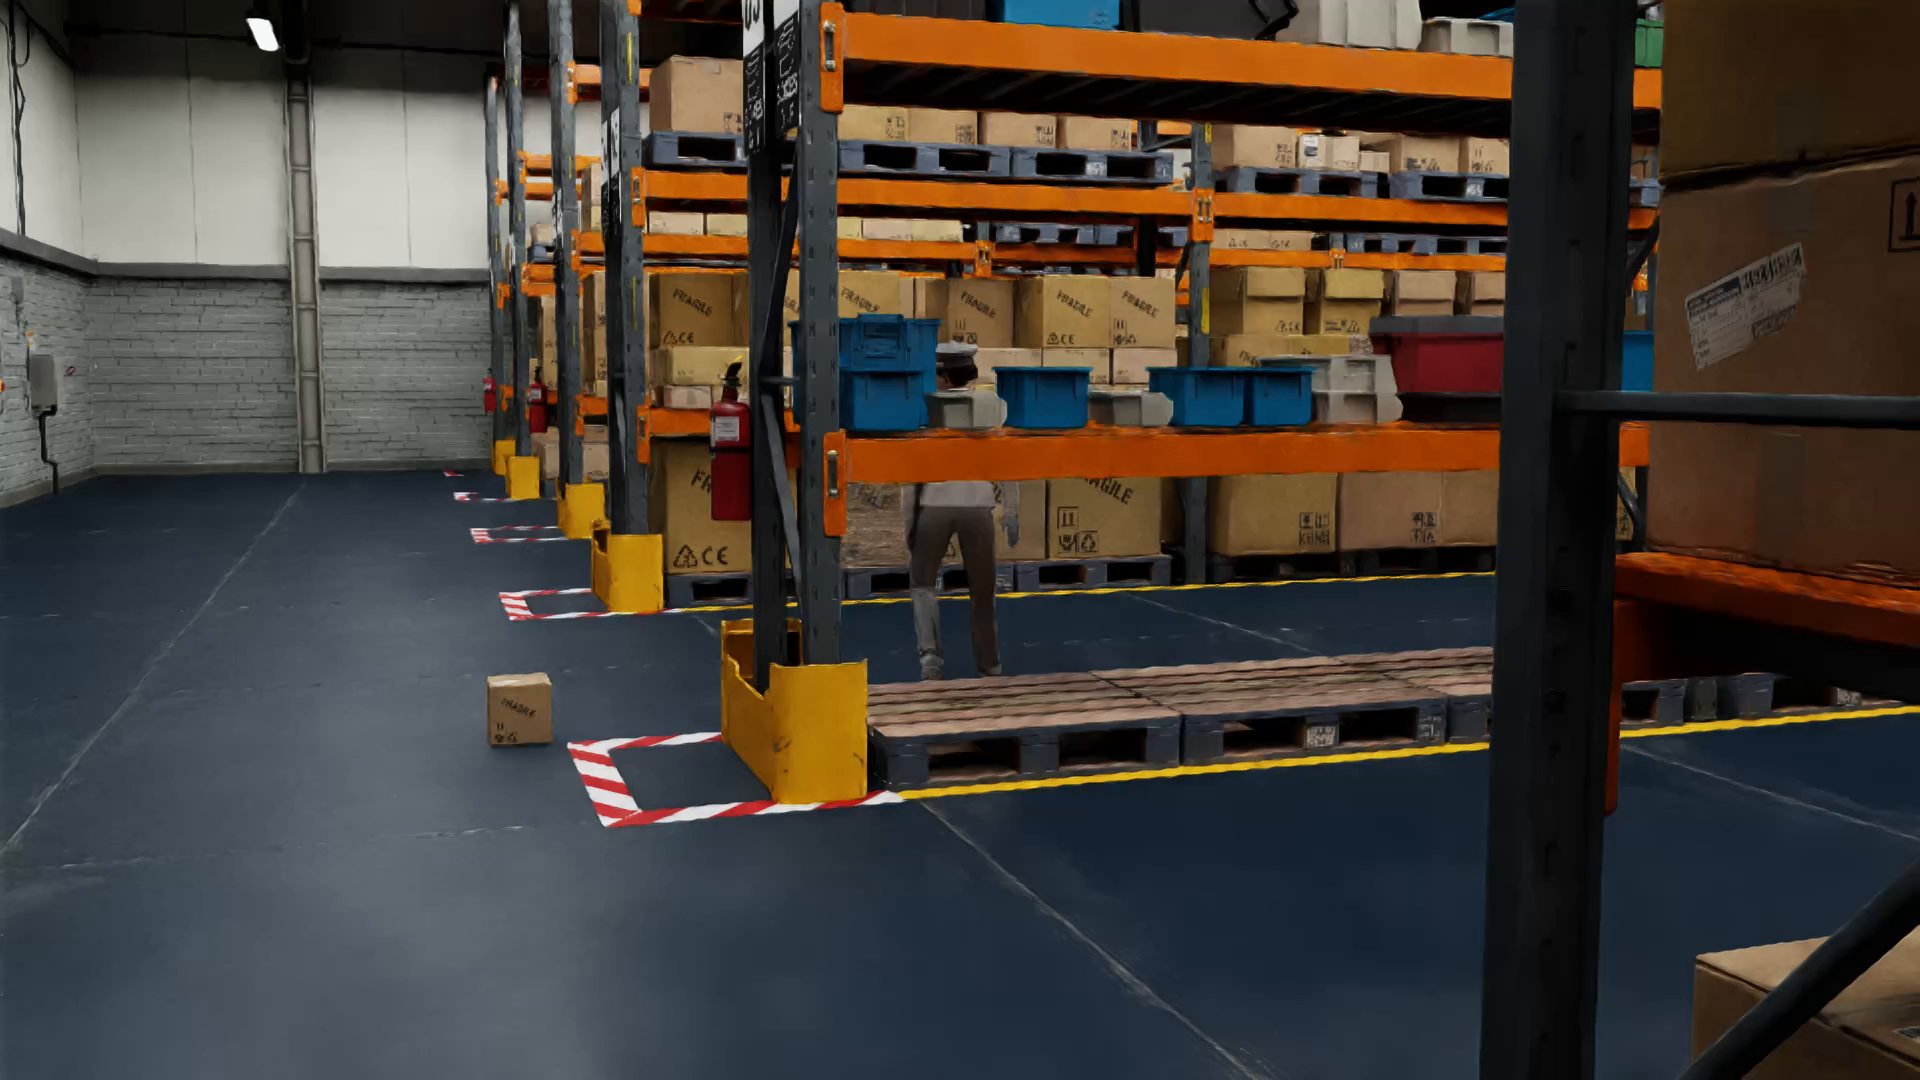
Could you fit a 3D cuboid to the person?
[{"bbox_3d":[0.004,-0.082,7.736,0.553,1.657,0.388,0,6,1],"label":"person"}]
